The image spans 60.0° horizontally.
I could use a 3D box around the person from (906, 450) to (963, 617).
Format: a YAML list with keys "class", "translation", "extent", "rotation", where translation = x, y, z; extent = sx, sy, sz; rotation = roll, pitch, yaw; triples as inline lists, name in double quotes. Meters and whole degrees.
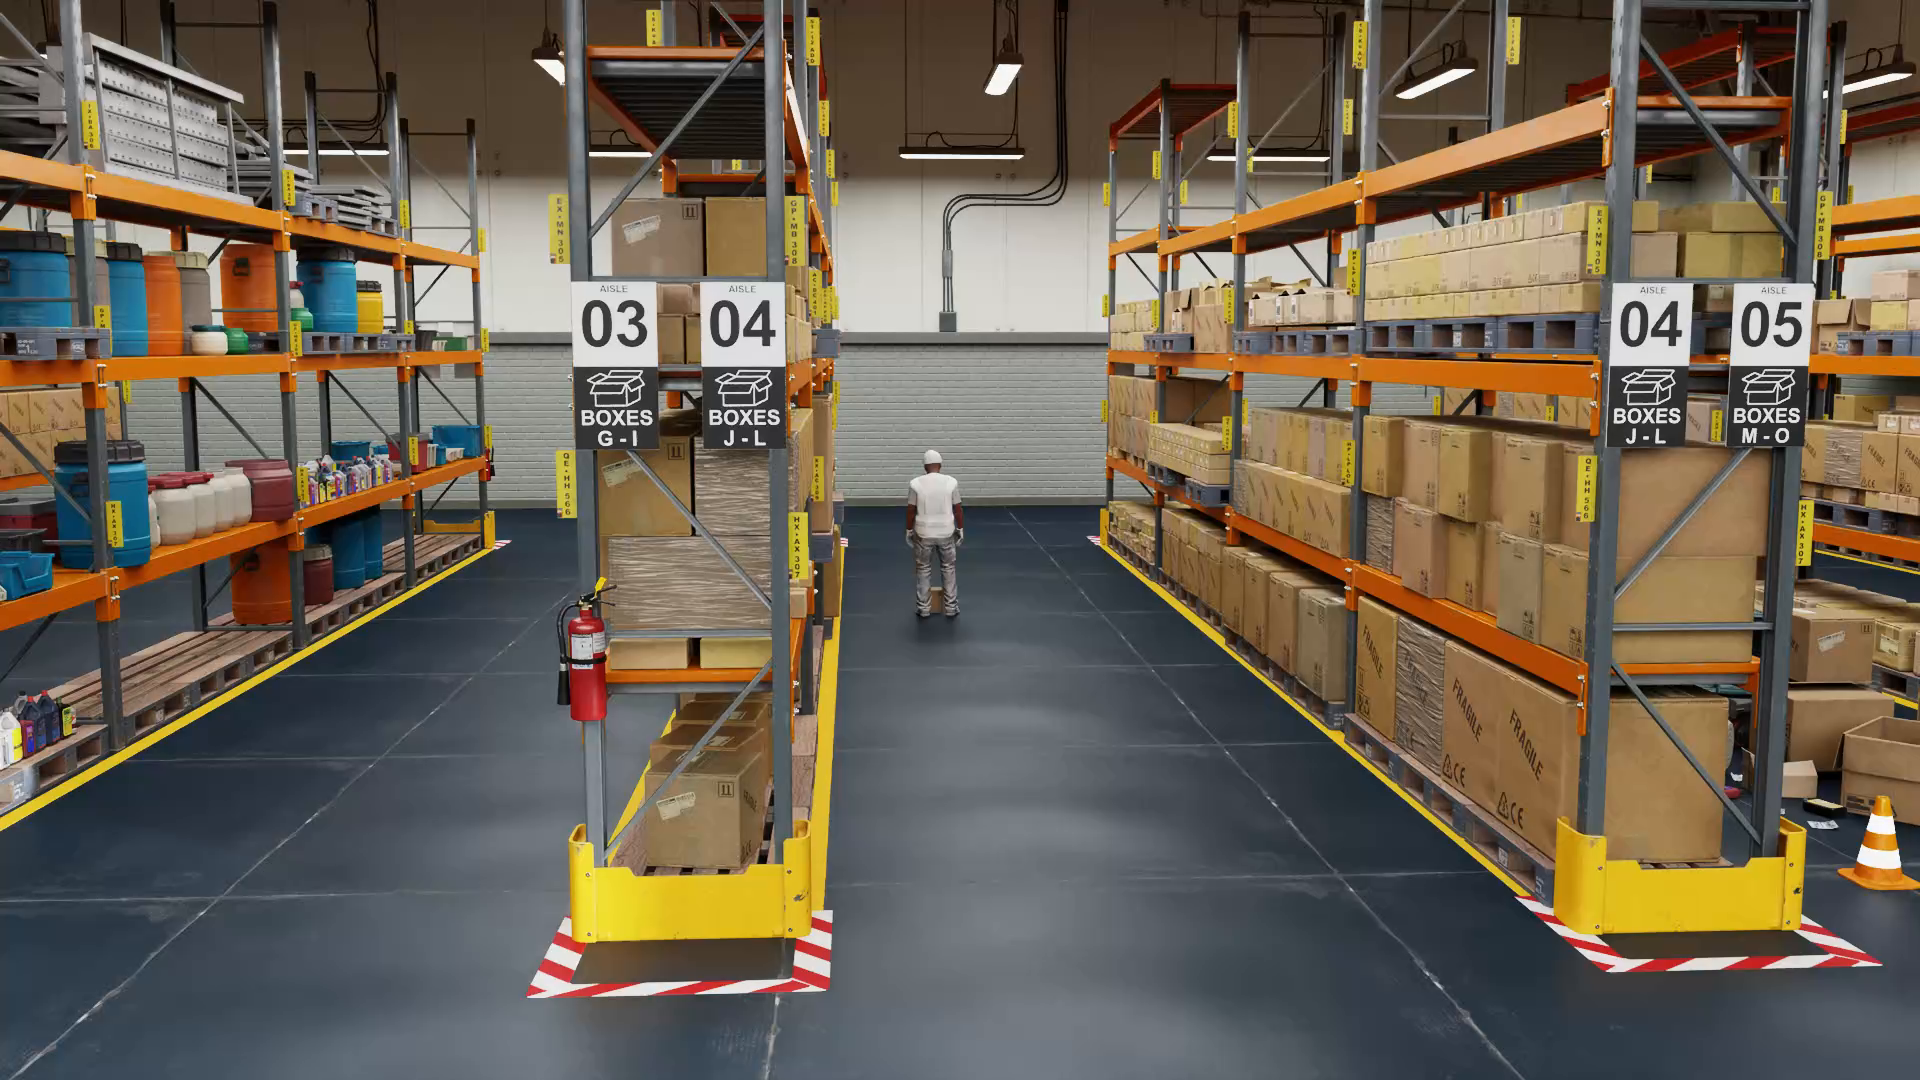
- class: "person"
  translation: [-0.269, -0.073, 17.808]
  extent: [0.614, 1.773, 0.449]
  rotation: [-1, 7, -5]
